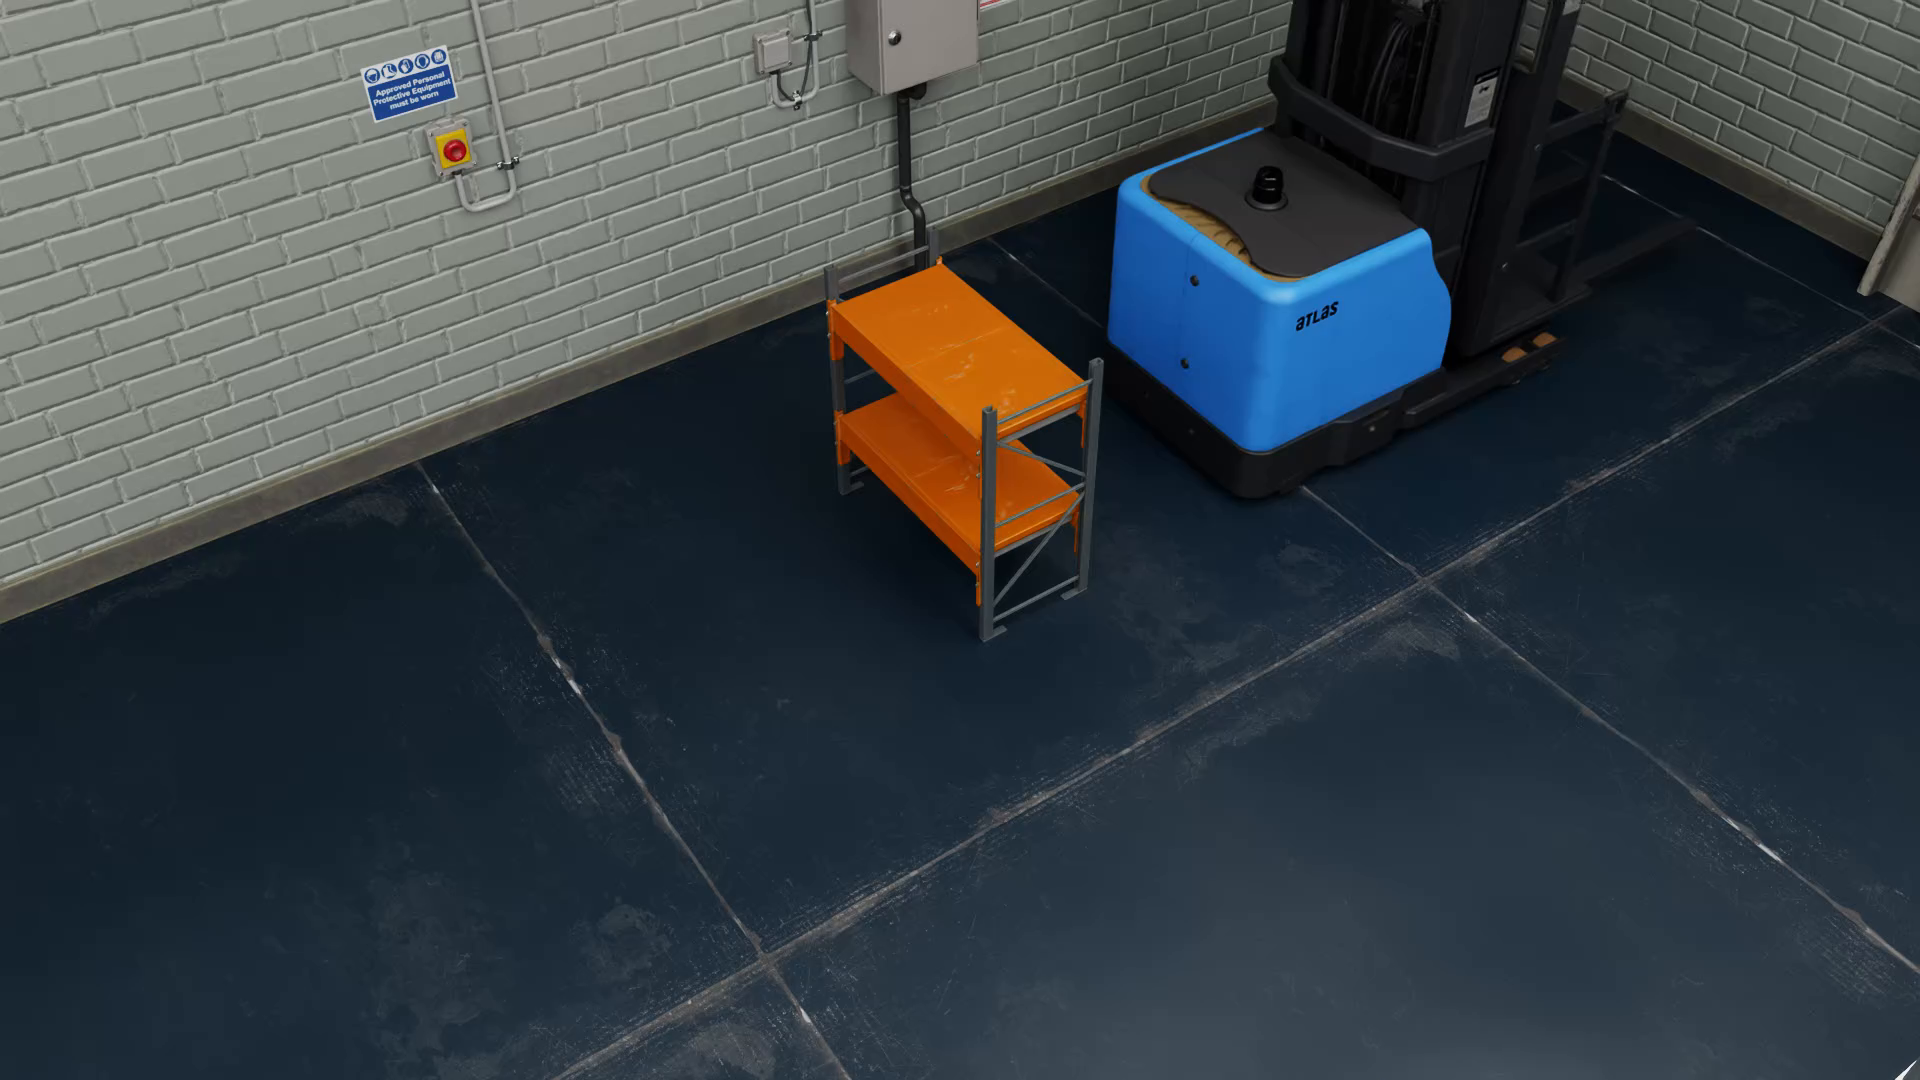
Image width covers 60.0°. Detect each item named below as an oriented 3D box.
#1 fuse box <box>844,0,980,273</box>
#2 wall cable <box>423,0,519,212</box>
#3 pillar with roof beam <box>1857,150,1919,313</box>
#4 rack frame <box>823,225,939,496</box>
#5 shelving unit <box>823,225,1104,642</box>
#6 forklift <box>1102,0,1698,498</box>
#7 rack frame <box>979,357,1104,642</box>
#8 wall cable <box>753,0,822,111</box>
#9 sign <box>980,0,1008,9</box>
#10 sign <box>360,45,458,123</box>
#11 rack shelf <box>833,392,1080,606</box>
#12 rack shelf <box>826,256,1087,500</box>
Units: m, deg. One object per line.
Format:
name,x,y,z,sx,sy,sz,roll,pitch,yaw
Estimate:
fuse box,-0.152,-1.854,7.453,0.539,1.711,0.414,-26,49,-24
wall cable,-1.958,-1.951,5.863,0.585,1.953,0.123,-26,49,-24
pillar with roof beam,1.022,-2.704,3.065,9.100,9.000,0.400,-26,49,-24
rack frame,-0.295,-0.699,6.667,0.500,1.125,0.032,-26,49,-24
shelving unit,-0.004,-0.411,6.366,0.538,1.125,1.048,-26,49,-24
forklift,2.130,-2.037,6.761,3.031,2.935,1.130,-25,49,-24
rack frame,0.287,-0.123,6.064,0.500,1.125,0.032,-26,49,-24
wall cable,-0.801,-2.507,6.468,0.588,1.984,0.122,-26,49,-24
sign,0.135,-2.598,7.368,0.329,0.494,0.001,-26,49,-24
sign,-2.033,-1.686,6.148,0.327,0.218,0.001,-26,49,-24
rack shelf,-0.004,-0.234,6.534,0.538,0.278,1.000,-26,49,-24
rack shelf,-0.004,-0.622,6.163,0.538,0.278,1.000,-26,49,-24
